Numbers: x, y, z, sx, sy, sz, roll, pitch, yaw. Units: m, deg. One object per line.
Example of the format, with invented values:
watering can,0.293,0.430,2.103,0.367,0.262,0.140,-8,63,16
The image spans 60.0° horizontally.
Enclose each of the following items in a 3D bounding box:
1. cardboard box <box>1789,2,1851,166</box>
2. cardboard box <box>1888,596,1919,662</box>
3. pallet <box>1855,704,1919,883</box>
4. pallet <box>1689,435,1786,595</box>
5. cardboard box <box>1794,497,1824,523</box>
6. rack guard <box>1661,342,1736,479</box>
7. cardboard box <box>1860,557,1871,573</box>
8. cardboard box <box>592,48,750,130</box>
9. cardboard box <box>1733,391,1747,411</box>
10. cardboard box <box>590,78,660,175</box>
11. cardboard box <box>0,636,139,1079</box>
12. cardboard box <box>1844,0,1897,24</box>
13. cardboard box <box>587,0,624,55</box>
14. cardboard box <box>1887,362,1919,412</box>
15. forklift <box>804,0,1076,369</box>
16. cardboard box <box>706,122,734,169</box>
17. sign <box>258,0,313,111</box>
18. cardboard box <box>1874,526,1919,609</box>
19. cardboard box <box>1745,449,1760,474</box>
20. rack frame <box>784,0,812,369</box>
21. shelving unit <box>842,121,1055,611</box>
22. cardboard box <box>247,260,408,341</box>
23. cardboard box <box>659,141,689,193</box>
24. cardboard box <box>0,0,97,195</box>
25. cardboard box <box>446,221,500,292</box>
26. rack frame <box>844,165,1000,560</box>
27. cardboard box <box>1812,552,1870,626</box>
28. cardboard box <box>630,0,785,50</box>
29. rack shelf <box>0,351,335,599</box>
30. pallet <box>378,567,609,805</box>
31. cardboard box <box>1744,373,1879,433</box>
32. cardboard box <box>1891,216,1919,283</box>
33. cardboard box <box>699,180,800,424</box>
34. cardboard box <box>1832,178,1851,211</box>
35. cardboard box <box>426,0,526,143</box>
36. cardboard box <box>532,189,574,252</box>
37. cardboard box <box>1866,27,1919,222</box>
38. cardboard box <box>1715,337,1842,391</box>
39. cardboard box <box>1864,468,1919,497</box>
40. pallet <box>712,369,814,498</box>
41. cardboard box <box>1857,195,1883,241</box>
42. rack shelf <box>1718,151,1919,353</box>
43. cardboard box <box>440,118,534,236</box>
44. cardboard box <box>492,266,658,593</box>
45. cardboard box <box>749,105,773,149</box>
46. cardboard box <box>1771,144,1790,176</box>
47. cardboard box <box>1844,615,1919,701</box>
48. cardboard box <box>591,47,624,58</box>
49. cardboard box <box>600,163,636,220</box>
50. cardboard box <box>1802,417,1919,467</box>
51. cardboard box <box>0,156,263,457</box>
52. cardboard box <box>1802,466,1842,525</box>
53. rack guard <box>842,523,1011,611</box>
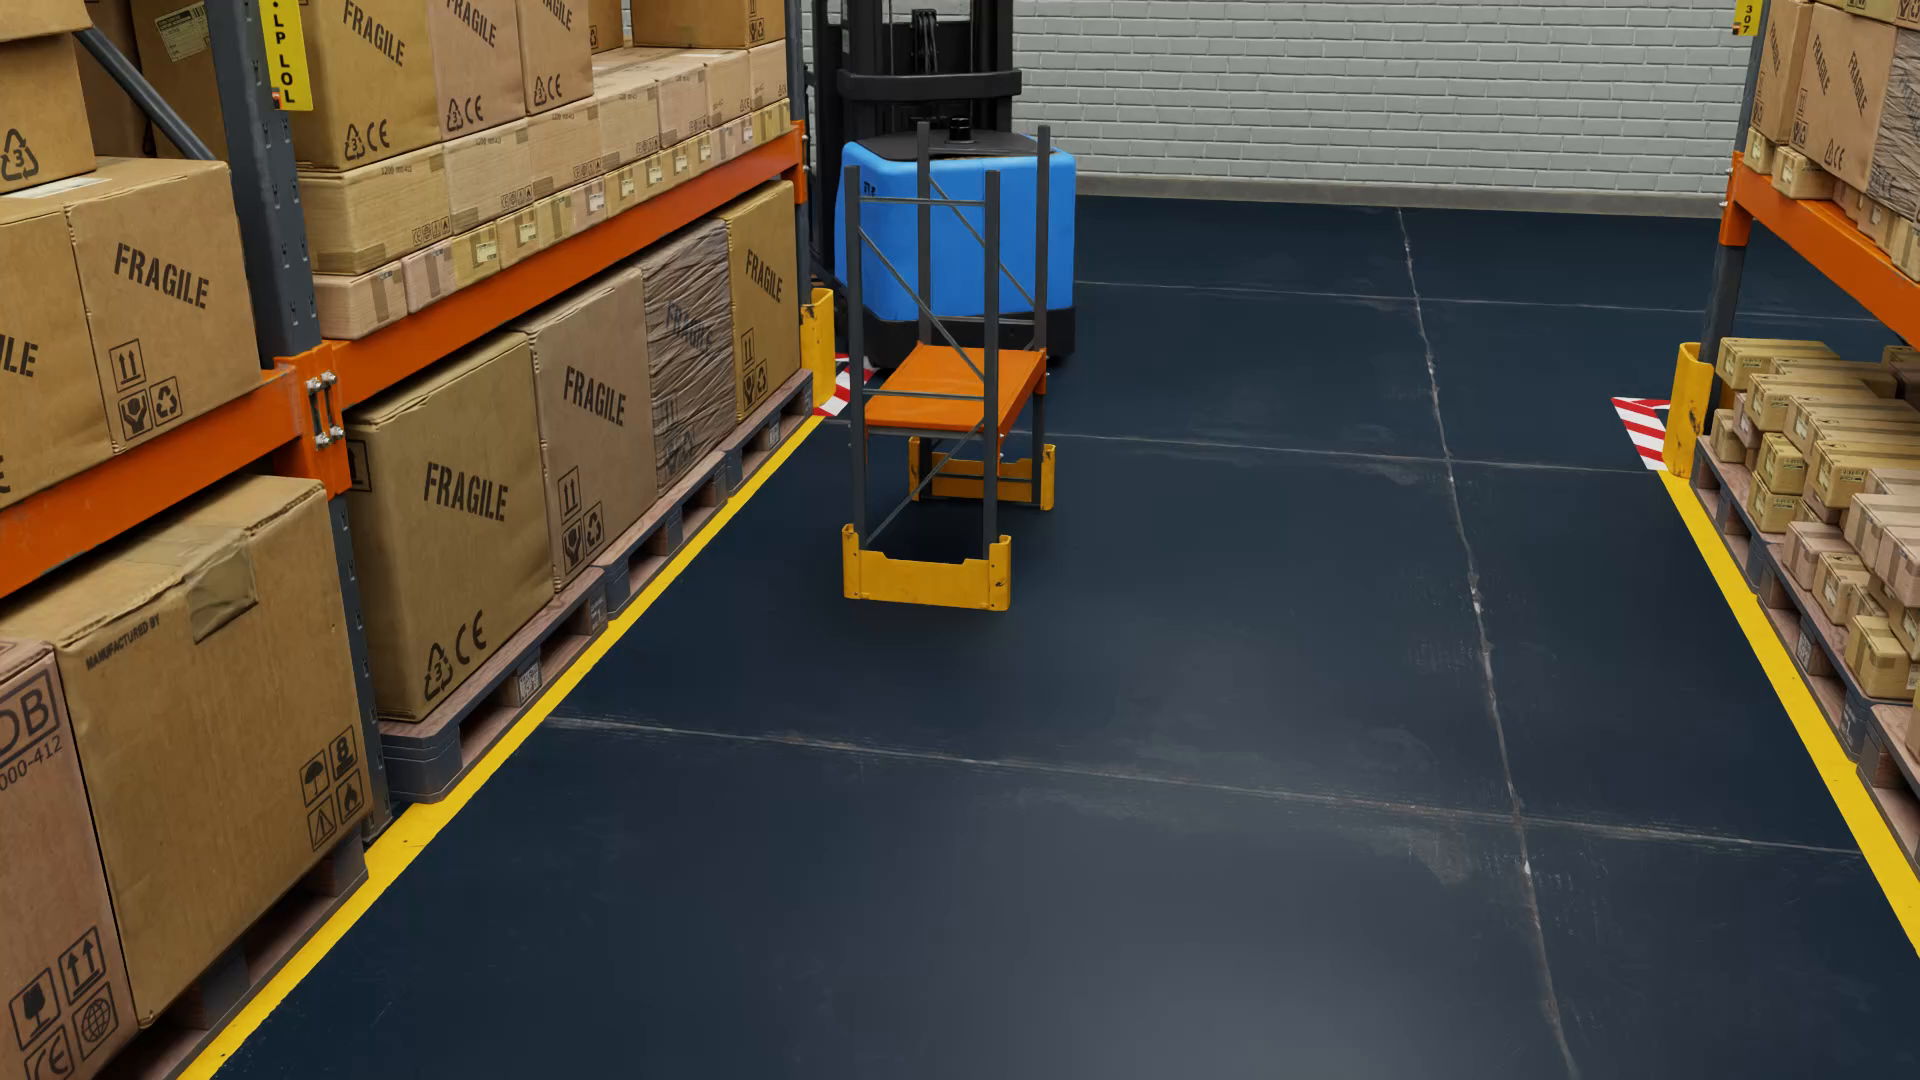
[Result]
cardboard box,3.180,-1.541,5.632,0.500,0.500,0.500,5,22,11
cardboard box,2.824,0.238,4.604,0.380,0.149,0.250,5,22,12
pallet,2.913,0.811,4.058,1.003,0.211,1.213,4,22,11
pallet,3.411,-0.082,6.274,1.003,0.211,1.213,4,22,11
cardboard box,3.071,-0.023,5.651,0.380,0.149,0.250,5,22,11
rack guard,3.611,-0.510,6.951,1.175,0.500,0.348,4,22,11
cardboard box,2.994,0.047,5.078,0.380,0.149,0.250,6,23,13
cardboard box,-1.152,-1.798,6.605,0.500,0.250,0.500,4,22,10
cardboard box,3.268,-0.536,6.524,0.380,0.149,0.250,5,23,13
cardboard box,-1.357,-1.421,5.669,0.500,0.250,0.500,4,22,11
cardboard box,-2.317,0.704,2.873,1.225,0.875,0.875,4,22,9
cardboard box,3.050,-1.828,5.007,0.500,0.500,0.500,4,22,10
cardboard box,-1.673,-2.191,6.577,0.500,0.500,0.500,4,22,10
cardboard box,3.659,-0.545,6.150,0.380,0.149,0.250,5,22,12
forklift,-0.330,-2.733,9.215,1.130,2.935,3.031,-7,23,-16
cardboard box,-1.115,-1.562,6.553,0.380,0.149,0.250,5,22,12
sign,-1.491,-1.112,3.656,0.100,0.325,0.005,4,22,11
cardboard box,2.779,0.084,4.587,0.380,0.149,0.250,3,22,8
cardboard box,3.233,-0.300,6.338,0.380,0.149,0.250,4,22,11
rack frame,-1.208,-2.112,7.583,1.000,3.000,0.127,4,22,11
shelving unit,-0.016,-0.668,6.004,0.587,1.500,1.083,4,22,11
cardboard box,-1.639,-0.616,4.204,0.380,0.149,0.250,5,22,11
cardboard box,-1.218,-1.372,6.081,0.380,0.149,0.250,5,22,11
cardboard box,-2.147,-0.927,3.163,0.797,0.503,0.637,4,22,10
cardboard box,-1.532,-0.808,4.681,0.380,0.149,0.250,5,23,13
rack frame,-0.121,-0.479,5.534,0.500,1.500,0.032,4,22,11
cardboard box,2.904,0.164,5.184,0.380,0.149,0.250,4,22,11
cardboard box,-1.051,-2.330,6.923,0.500,0.500,0.500,5,22,12
rack shelf,-2.433,0.416,2.269,1.077,0.370,4.000,4,22,11
pallet,-1.793,0.372,5.148,1.003,0.211,1.213,4,22,11
cardboard box,3.072,-0.488,6.007,0.380,0.149,0.250,4,22,11
cardboard box,2.888,-0.817,4.704,0.380,0.149,0.250,5,22,12
cardboard box,-1.261,-1.081,7.305,0.875,0.875,0.875,4,22,11
cardboard box,3.202,-1.191,5.633,0.380,0.149,0.250,6,23,13
cardboard box,-1.569,-1.401,4.616,0.500,0.500,0.500,4,22,11
cardboard box,-1.428,-0.998,5.153,0.380,0.149,0.250,4,22,10
cardboard box,2.970,-1.176,4.726,0.500,0.500,0.500,4,22,10
cardboard box,3.187,-0.680,6.484,0.380,0.149,0.250,3,22,8
cardboard box,2.980,-0.098,5.039,0.380,0.149,0.250,5,22,11
pallet,-1.295,-0.520,7.363,1.003,0.211,1.213,4,22,11
cardboard box,3.045,-1.006,5.173,0.380,0.149,0.250,4,22,10
rack shelf,3.218,-0.632,4.871,1.077,0.370,4.000,4,22,11
cardboard box,-1.566,-1.051,4.751,0.500,0.250,0.500,4,22,11
cardboard box,-1.628,-0.423,5.671,0.875,0.875,0.875,4,22,11
cardboard box,-1.010,-1.745,7.008,0.380,0.149,0.250,5,22,11
cardboard box,3.228,-1.391,6.129,0.380,0.149,0.250,5,23,13
cardboard box,2.768,0.345,4.735,0.380,0.149,0.250,4,22,11
cardboard box,-1.670,-1.835,6.698,0.500,0.250,0.500,4,22,10
cardboard box,-1.322,-1.186,5.619,0.380,0.149,0.250,4,22,9
cardboard box,3.036,-0.290,5.516,0.380,0.149,0.250,5,23,13
cardboard box,-1.853,-0.504,3.456,0.500,0.500,0.500,5,22,11
cardboard box,3.074,-0.154,5.576,0.380,0.149,0.250,3,22,8
rack guard,-0.117,0.094,5.785,0.587,0.250,0.087,4,22,11
